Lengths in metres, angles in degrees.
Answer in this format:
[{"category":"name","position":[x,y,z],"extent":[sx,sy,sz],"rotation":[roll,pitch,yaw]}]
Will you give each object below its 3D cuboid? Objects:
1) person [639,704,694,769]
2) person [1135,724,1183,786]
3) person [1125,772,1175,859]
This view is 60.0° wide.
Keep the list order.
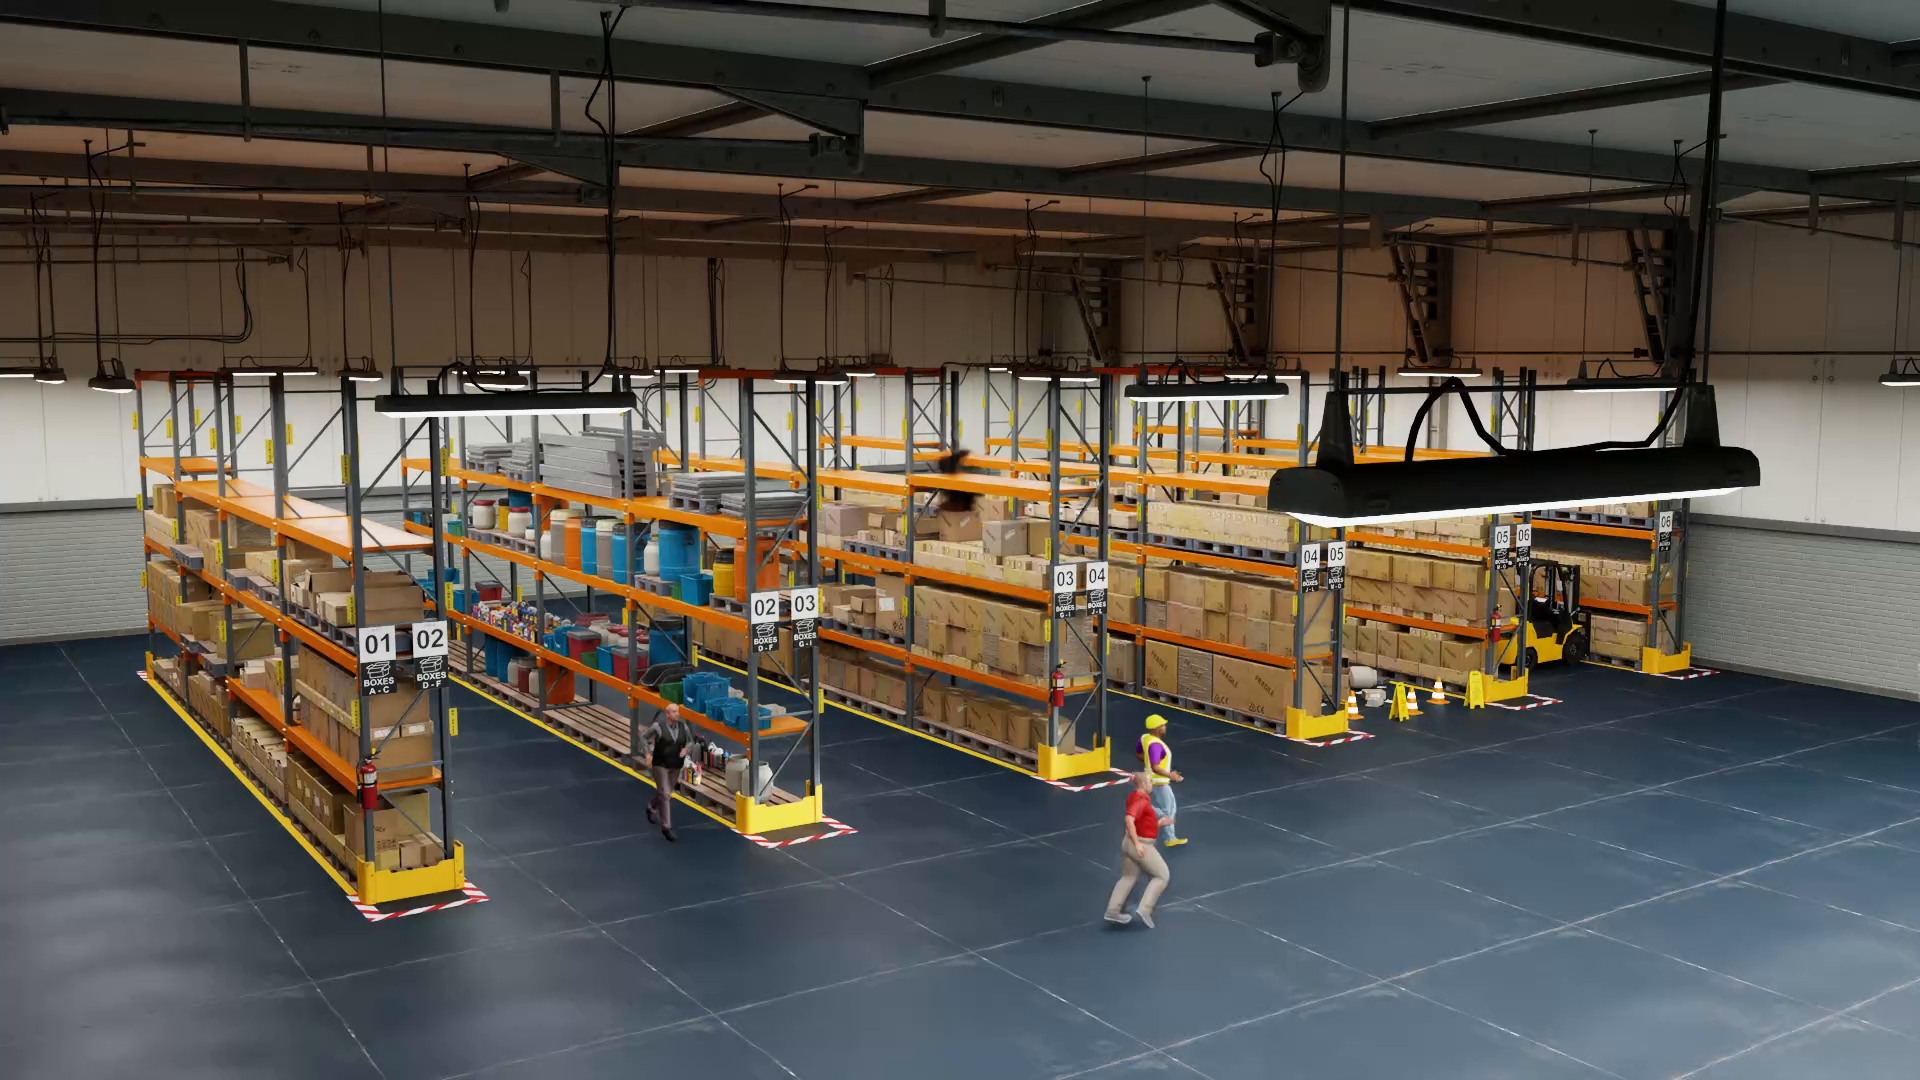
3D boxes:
[{"category":"person","position":[-3.805,2.581,21.847],"extent":[0.674,0.858,0.556],"rotation":[-5,8,-38]},{"category":"person","position":[2.550,2.682,21.259],"extent":[0.507,0.847,0.711],"rotation":[-1,6,-6]},{"category":"person","position":[2.054,2.984,18.284],"extent":[0.709,0.879,0.627],"rotation":[-2,7,-17]}]
